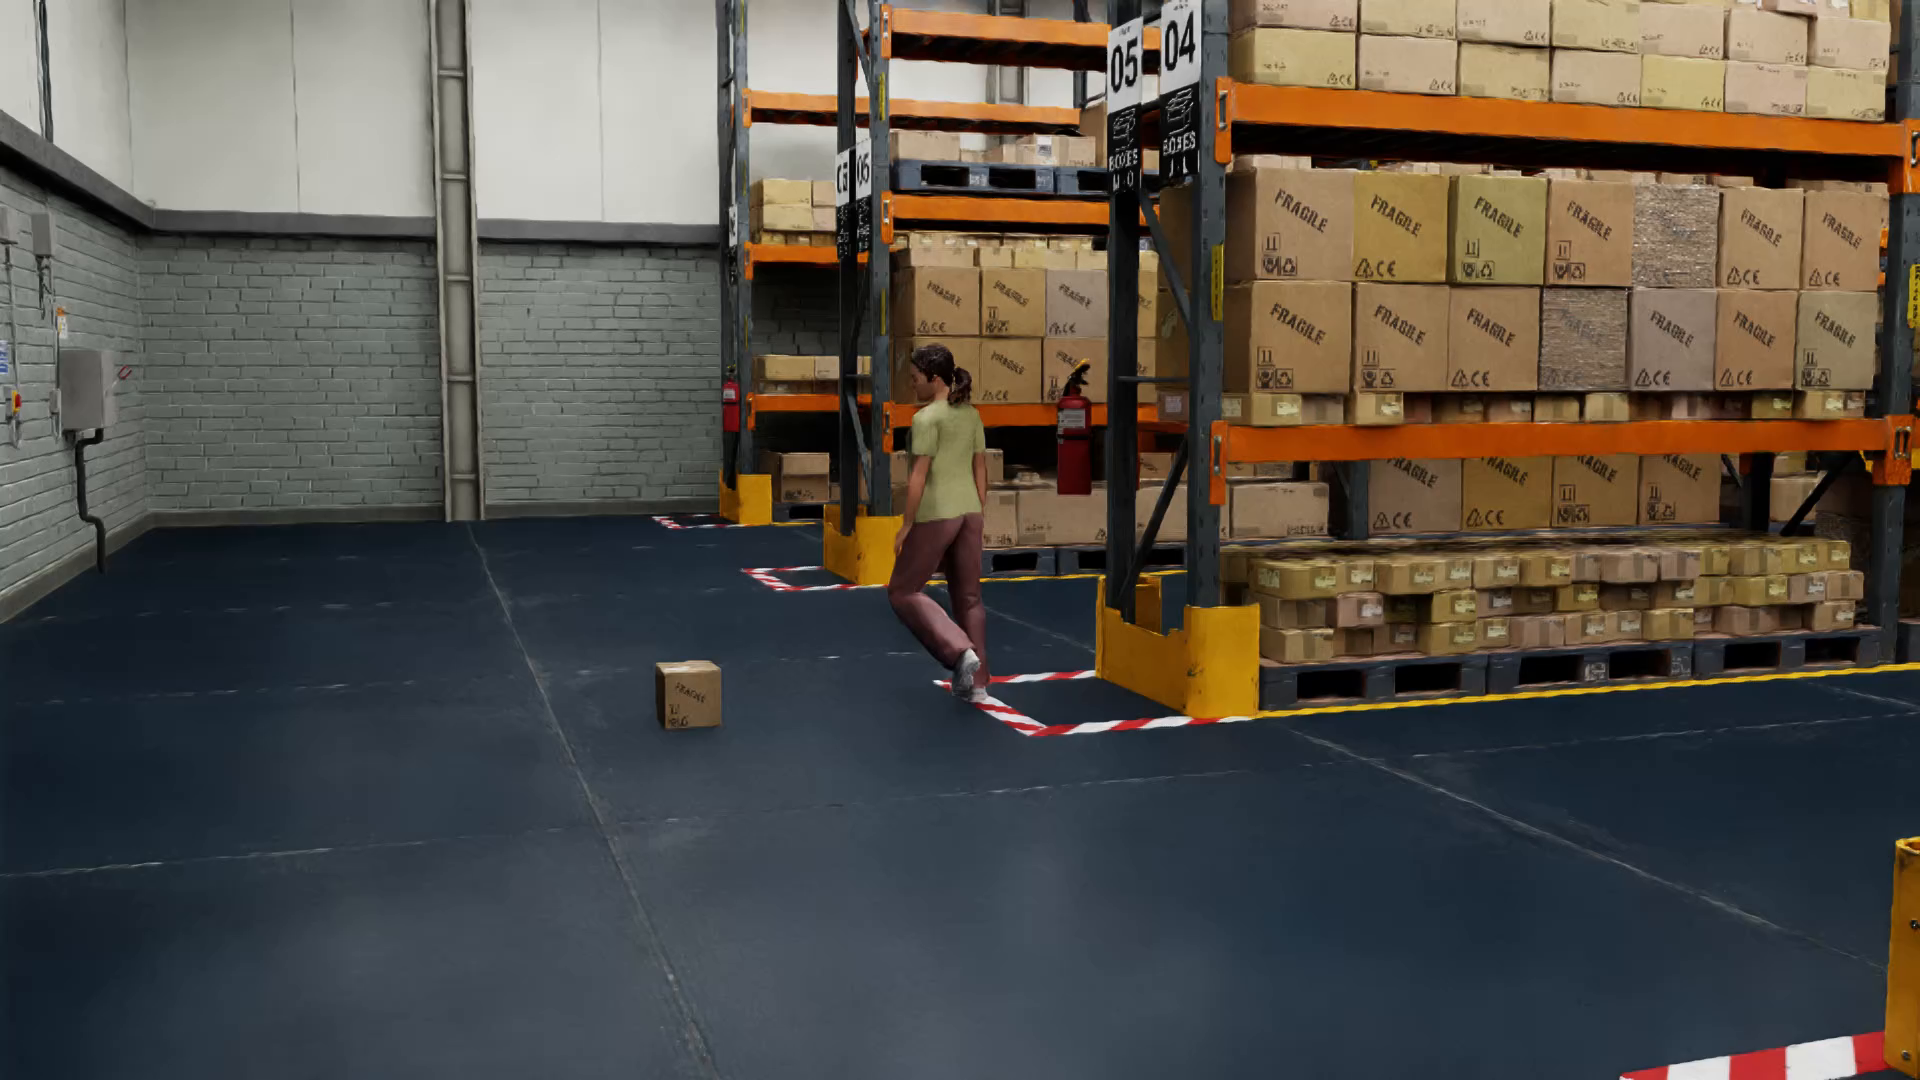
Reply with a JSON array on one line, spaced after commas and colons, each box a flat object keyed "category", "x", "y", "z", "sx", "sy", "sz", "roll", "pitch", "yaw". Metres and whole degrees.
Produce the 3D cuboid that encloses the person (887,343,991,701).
[{"category": "person", "x": -0.042, "y": -0.067, "z": 7.603, "sx": 0.535, "sy": 1.660, "sz": 0.503, "roll": -6, "pitch": 8, "yaw": -44}]
